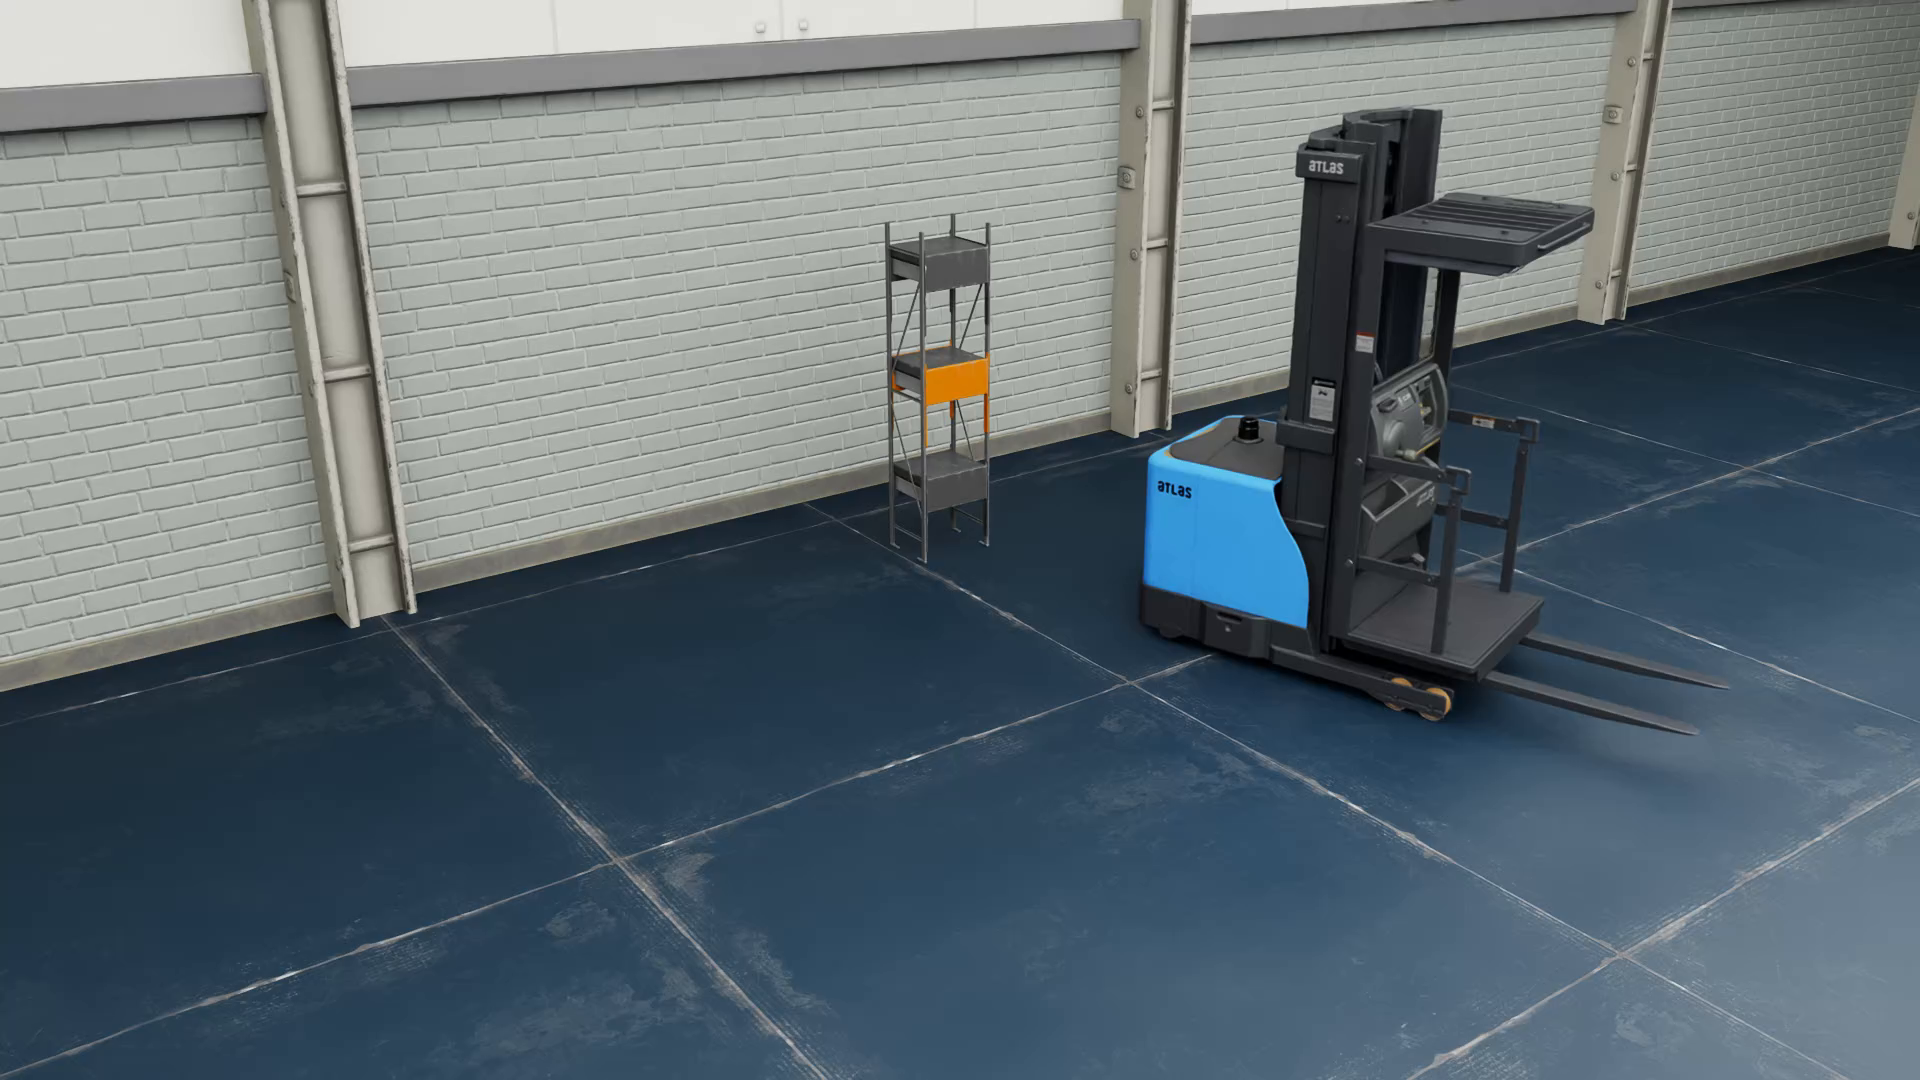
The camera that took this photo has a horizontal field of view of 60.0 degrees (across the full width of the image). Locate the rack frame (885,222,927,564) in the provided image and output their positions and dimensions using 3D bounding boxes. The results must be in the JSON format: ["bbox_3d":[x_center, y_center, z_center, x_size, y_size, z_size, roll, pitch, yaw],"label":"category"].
[{"bbox_3d":[-0.332,-0.887,10.285,0.015,2.100,0.400,-15,26,-33],"label":"rack frame"}]

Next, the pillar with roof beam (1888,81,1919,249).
[{"bbox_3d":[13.671,-6.358,14.689,0.400,9.000,9.100,-15,26,-33],"label":"pillar with roof beam"}]

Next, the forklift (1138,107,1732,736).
[{"bbox_3d":[2.513,-0.654,8.580,3.031,2.935,1.130,15,26,34],"label":"forklift"}]

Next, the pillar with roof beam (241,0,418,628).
[{"bbox_3d":[-0.940,-2.462,4.925,0.400,9.000,9.100,-15,26,-33],"label":"pillar with roof beam"}]

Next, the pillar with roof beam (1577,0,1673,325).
[{"bbox_3d":[8.801,-5.060,11.435,0.400,9.000,9.100,-15,26,-33],"label":"pillar with roof beam"}]

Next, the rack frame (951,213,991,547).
[{"bbox_3d":[0.064,-0.992,10.550,0.015,2.100,0.400,-15,26,-33],"label":"rack frame"}]

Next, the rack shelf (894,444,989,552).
[{"bbox_3d":[-0.134,-0.277,10.682,0.480,0.518,0.431,-15,26,-33],"label":"rack shelf"}]

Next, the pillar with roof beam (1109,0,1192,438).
[{"bbox_3d":[3.930,-3.761,8.180,0.400,9.000,9.100,-15,26,-33],"label":"pillar with roof beam"}]

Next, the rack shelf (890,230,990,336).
[{"bbox_3d":[-0.134,-1.577,10.163,0.480,0.518,0.431,-15,26,-33],"label":"rack shelf"}]

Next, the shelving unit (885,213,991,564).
[{"bbox_3d":[-0.134,-0.939,10.417,0.503,2.100,0.431,-15,26,-33],"label":"shelving unit"}]

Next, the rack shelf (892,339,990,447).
[{"bbox_3d":[-0.134,-0.927,10.422,0.480,0.518,0.431,-15,26,-33],"label":"rack shelf"}]
